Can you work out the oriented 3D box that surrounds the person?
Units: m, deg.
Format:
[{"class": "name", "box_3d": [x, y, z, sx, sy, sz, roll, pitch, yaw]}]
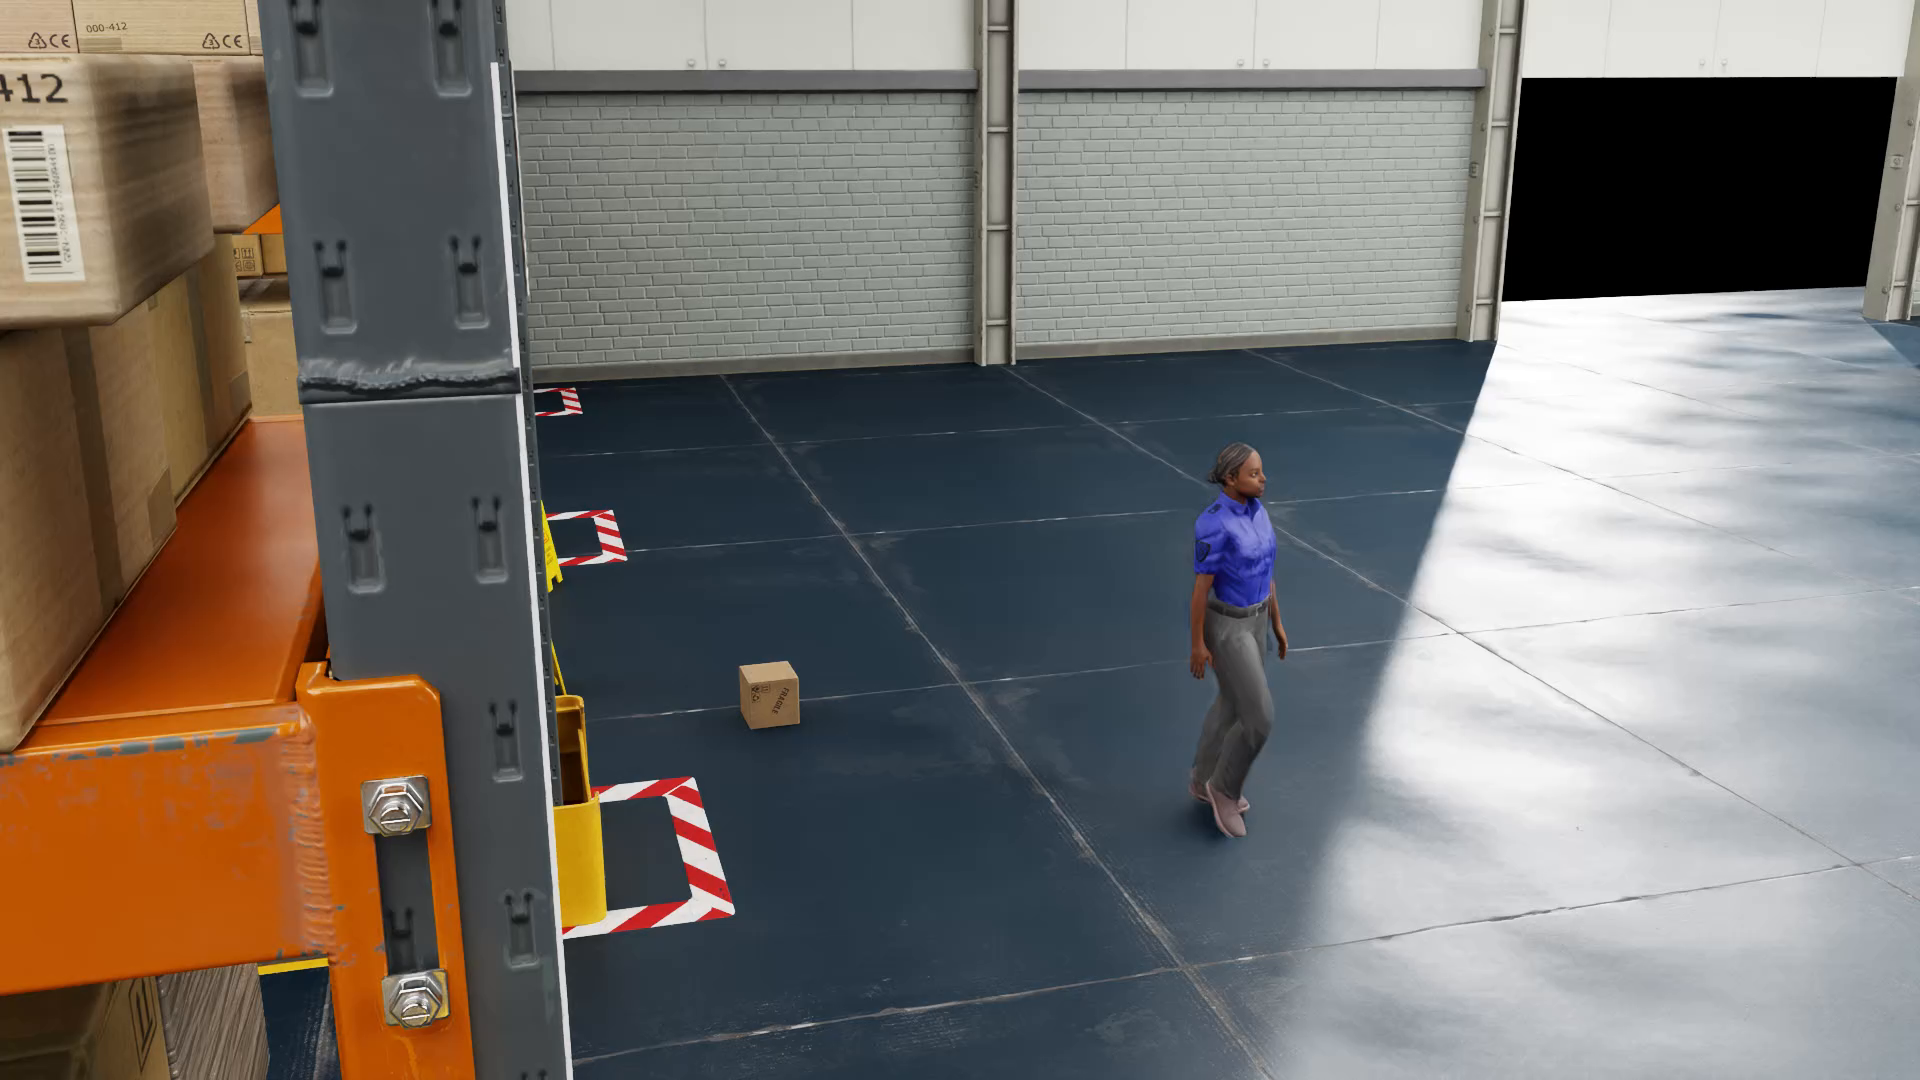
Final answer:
[{"class": "person", "box_3d": [1.208, 0.524, 7.102, 0.477, 1.498, 0.443, 12, 20, 36]}]
